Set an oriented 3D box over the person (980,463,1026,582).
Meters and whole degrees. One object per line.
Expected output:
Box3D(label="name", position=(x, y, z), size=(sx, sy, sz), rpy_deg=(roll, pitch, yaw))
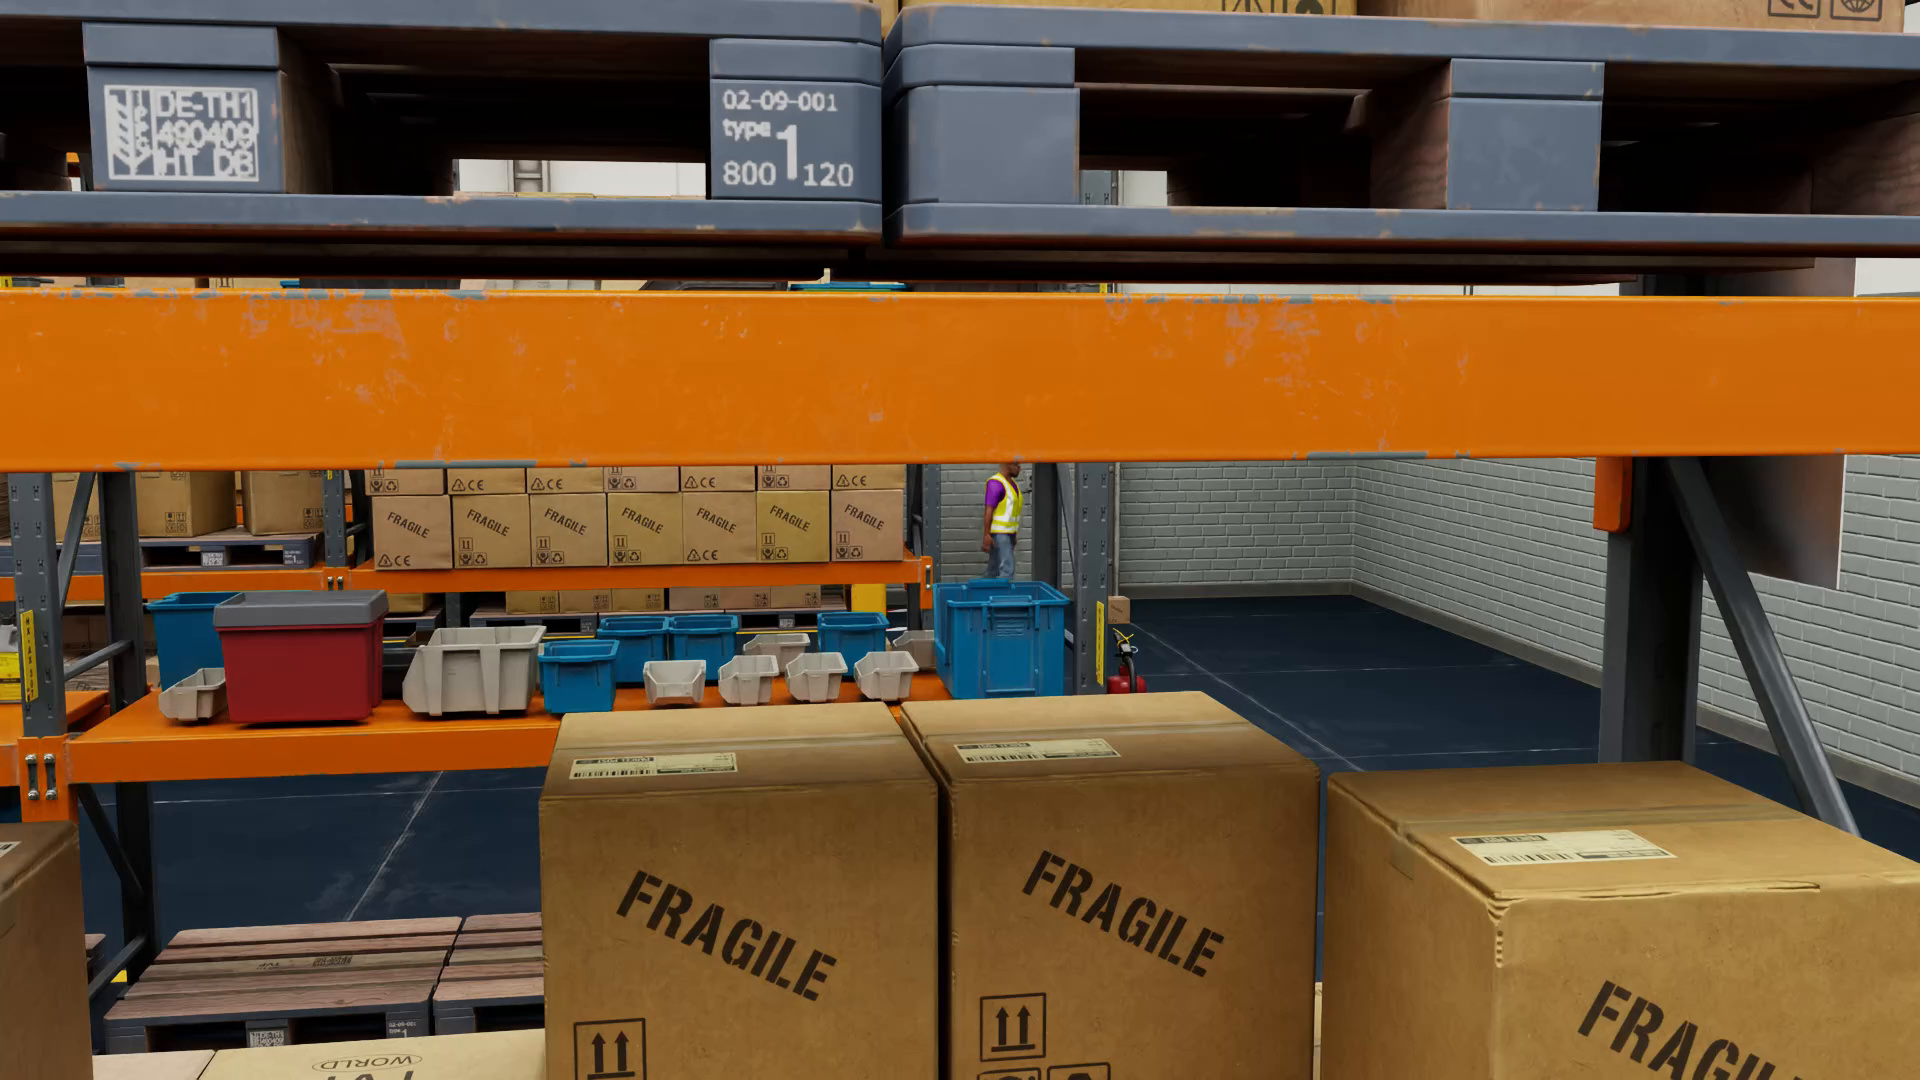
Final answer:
Box3D(label="person", position=(0.439, -0.051, 17.089), size=(0.714, 1.775, 0.644), rpy_deg=(3, 7, 22))
